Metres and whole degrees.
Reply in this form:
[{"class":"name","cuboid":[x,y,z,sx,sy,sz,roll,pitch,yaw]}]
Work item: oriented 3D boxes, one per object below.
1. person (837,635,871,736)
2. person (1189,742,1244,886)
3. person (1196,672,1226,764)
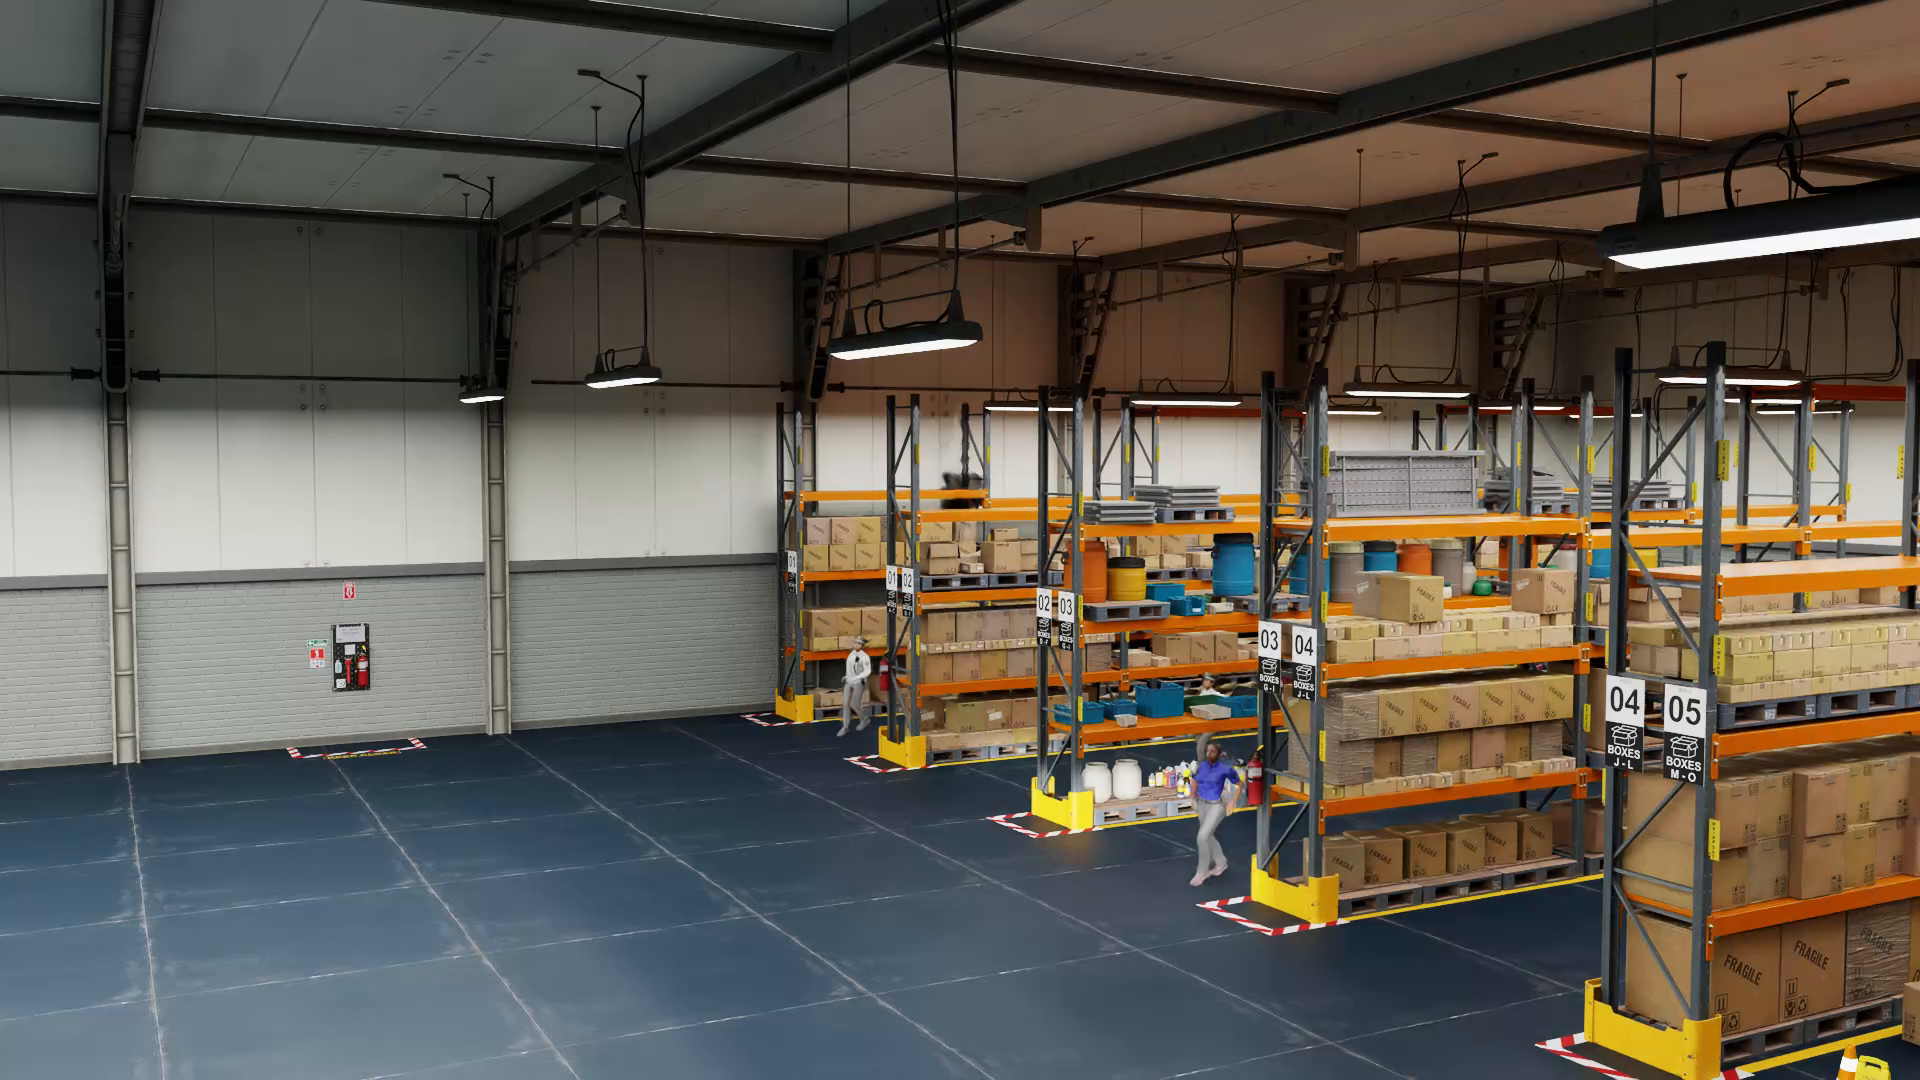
[{"class":"person","cuboid":[-1.739,2.460,28.257,0.642,1.703,0.716,3,4,40]},{"class":"person","cuboid":[2.985,3.230,19.719,0.678,1.686,0.587,-2,4,-35]},{"class":"person","cuboid":[3.888,2.871,25.871,0.759,1.663,0.636,-2,4,-29]}]
